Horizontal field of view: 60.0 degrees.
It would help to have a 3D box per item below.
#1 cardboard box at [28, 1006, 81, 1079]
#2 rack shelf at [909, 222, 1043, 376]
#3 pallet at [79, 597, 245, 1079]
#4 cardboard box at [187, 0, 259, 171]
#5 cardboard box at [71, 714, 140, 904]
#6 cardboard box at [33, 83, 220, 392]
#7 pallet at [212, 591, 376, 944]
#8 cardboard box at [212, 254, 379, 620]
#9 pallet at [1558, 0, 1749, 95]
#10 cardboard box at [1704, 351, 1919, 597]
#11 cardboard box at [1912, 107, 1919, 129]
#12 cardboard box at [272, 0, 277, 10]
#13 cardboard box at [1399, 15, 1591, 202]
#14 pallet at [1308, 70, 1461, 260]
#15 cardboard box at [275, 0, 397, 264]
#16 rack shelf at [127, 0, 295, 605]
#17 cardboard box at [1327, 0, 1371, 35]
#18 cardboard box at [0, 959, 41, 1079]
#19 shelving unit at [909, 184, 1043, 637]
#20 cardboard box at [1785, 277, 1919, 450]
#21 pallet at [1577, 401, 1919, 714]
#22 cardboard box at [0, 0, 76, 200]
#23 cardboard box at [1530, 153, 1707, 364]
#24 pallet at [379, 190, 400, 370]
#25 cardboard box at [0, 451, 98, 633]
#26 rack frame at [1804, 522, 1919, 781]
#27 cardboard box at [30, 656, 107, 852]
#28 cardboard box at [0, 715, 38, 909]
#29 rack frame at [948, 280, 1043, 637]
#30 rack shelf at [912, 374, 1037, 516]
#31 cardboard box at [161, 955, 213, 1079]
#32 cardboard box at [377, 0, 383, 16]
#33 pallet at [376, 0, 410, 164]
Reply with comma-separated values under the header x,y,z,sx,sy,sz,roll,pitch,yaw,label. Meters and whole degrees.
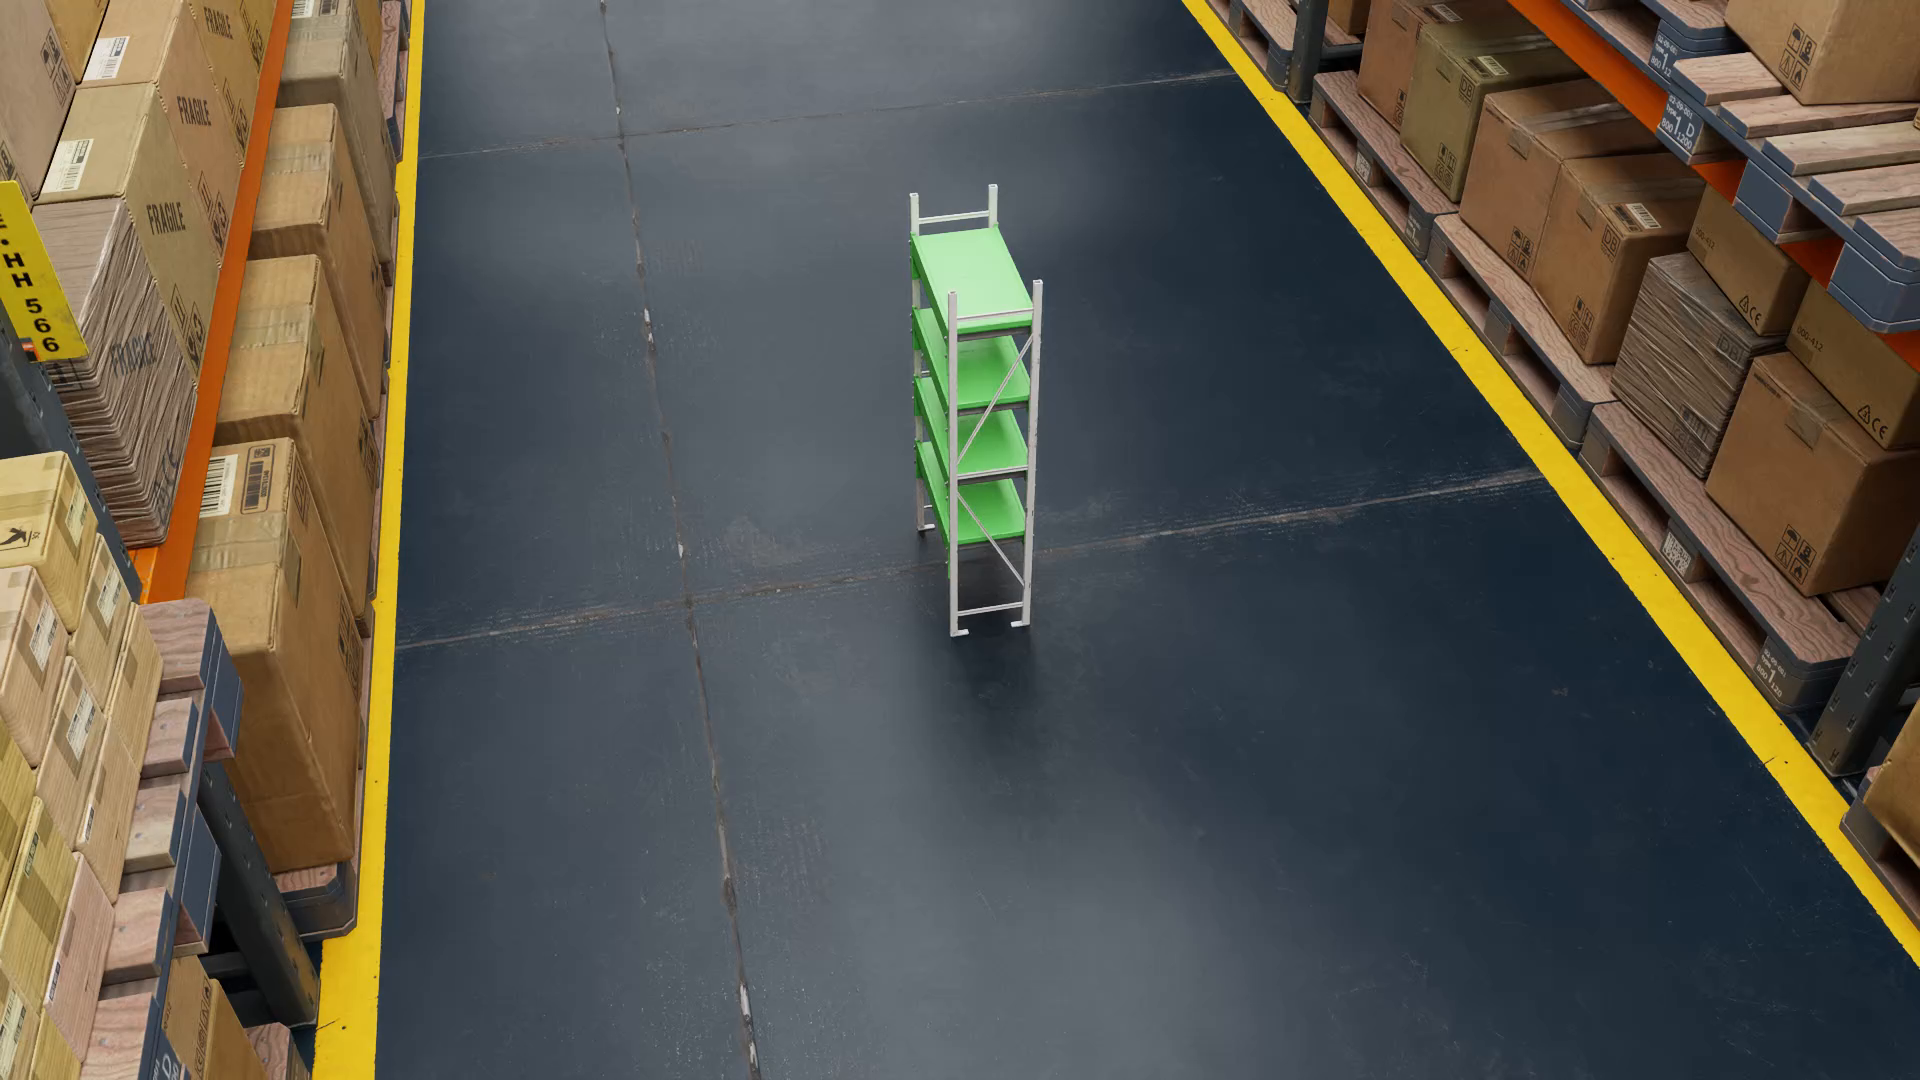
x,y,z,sx,sy,sz,roll,pitch,yaw,label
-1.313,0.745,2.024,0.380,0.149,0.250,-9,42,-10,cardboard box
0.036,-0.653,4.455,0.258,0.148,0.480,-8,42,-9,rack shelf
-1.769,0.583,2.478,1.213,0.211,1.003,-8,42,-9,pallet
-2.186,-1.282,4.359,0.500,0.500,0.500,-9,42,-10,cardboard box
-1.420,0.416,2.394,0.380,0.149,0.250,-8,42,-9,cardboard box
-1.972,-0.632,3.627,0.500,0.500,0.500,-9,42,-10,cardboard box
-2.123,0.585,4.431,1.003,0.211,1.213,-8,42,-9,pallet
-2.262,-0.225,4.622,1.050,0.750,0.750,-8,42,-9,cardboard box
2.371,-1.786,5.147,1.003,0.211,1.213,-8,42,-9,pallet
2.674,-0.242,4.815,0.700,0.500,0.500,-10,43,-12,cardboard box
2.683,-1.120,3.860,0.500,0.500,0.500,-13,43,-15,cardboard box
-2.407,-1.938,5.099,0.500,0.500,0.500,-9,42,-10,cardboard box
2.171,-1.690,6.446,0.700,0.500,0.500,-9,42,-10,cardboard box
2.144,-1.626,6.923,1.003,0.211,1.213,-8,42,-9,pallet
-2.668,-1.455,6.007,1.050,0.750,0.750,-9,42,-10,cardboard box
-2.458,-0.963,4.617,1.077,0.370,4.000,-8,42,-9,rack shelf
1.928,-2.661,7.555,0.500,0.500,0.500,-10,42,-11,cardboard box
-1.303,0.650,1.907,0.380,0.149,0.250,-8,42,-9,cardboard box
0.036,-0.341,4.731,0.258,1.200,0.503,-8,42,-9,shelving unit
2.664,-0.521,4.564,0.500,0.250,0.500,-7,42,-8,cardboard box
2.671,-0.045,5.141,1.003,0.211,1.213,-8,42,-9,pallet
-2.224,-0.967,3.251,0.700,0.500,0.500,-9,42,-10,cardboard box
2.413,-0.966,5.630,0.700,0.500,0.500,-5,42,-6,cardboard box
-2.650,-0.996,6.213,1.003,0.211,1.213,-8,42,-9,pallet
-1.473,0.031,2.380,0.380,0.149,0.250,-10,43,-11,cardboard box
2.838,-0.581,3.645,1.000,3.000,0.127,-8,42,-9,rack frame
-1.416,0.318,2.281,0.380,0.149,0.250,-7,42,-8,cardboard box
-1.365,0.364,2.005,0.380,0.149,0.250,-7,42,-8,cardboard box
0.088,-0.183,4.553,0.240,1.200,0.015,-8,42,-9,rack frame
0.036,-0.294,4.773,0.258,0.148,0.480,-8,42,-9,rack shelf
-1.623,0.968,2.902,0.500,0.250,0.500,-9,42,-10,cardboard box
-3.156,-2.892,7.533,0.875,0.875,0.875,-8,42,-9,cardboard box
-2.978,-1.990,7.332,1.003,0.211,1.213,-8,42,-9,pallet
